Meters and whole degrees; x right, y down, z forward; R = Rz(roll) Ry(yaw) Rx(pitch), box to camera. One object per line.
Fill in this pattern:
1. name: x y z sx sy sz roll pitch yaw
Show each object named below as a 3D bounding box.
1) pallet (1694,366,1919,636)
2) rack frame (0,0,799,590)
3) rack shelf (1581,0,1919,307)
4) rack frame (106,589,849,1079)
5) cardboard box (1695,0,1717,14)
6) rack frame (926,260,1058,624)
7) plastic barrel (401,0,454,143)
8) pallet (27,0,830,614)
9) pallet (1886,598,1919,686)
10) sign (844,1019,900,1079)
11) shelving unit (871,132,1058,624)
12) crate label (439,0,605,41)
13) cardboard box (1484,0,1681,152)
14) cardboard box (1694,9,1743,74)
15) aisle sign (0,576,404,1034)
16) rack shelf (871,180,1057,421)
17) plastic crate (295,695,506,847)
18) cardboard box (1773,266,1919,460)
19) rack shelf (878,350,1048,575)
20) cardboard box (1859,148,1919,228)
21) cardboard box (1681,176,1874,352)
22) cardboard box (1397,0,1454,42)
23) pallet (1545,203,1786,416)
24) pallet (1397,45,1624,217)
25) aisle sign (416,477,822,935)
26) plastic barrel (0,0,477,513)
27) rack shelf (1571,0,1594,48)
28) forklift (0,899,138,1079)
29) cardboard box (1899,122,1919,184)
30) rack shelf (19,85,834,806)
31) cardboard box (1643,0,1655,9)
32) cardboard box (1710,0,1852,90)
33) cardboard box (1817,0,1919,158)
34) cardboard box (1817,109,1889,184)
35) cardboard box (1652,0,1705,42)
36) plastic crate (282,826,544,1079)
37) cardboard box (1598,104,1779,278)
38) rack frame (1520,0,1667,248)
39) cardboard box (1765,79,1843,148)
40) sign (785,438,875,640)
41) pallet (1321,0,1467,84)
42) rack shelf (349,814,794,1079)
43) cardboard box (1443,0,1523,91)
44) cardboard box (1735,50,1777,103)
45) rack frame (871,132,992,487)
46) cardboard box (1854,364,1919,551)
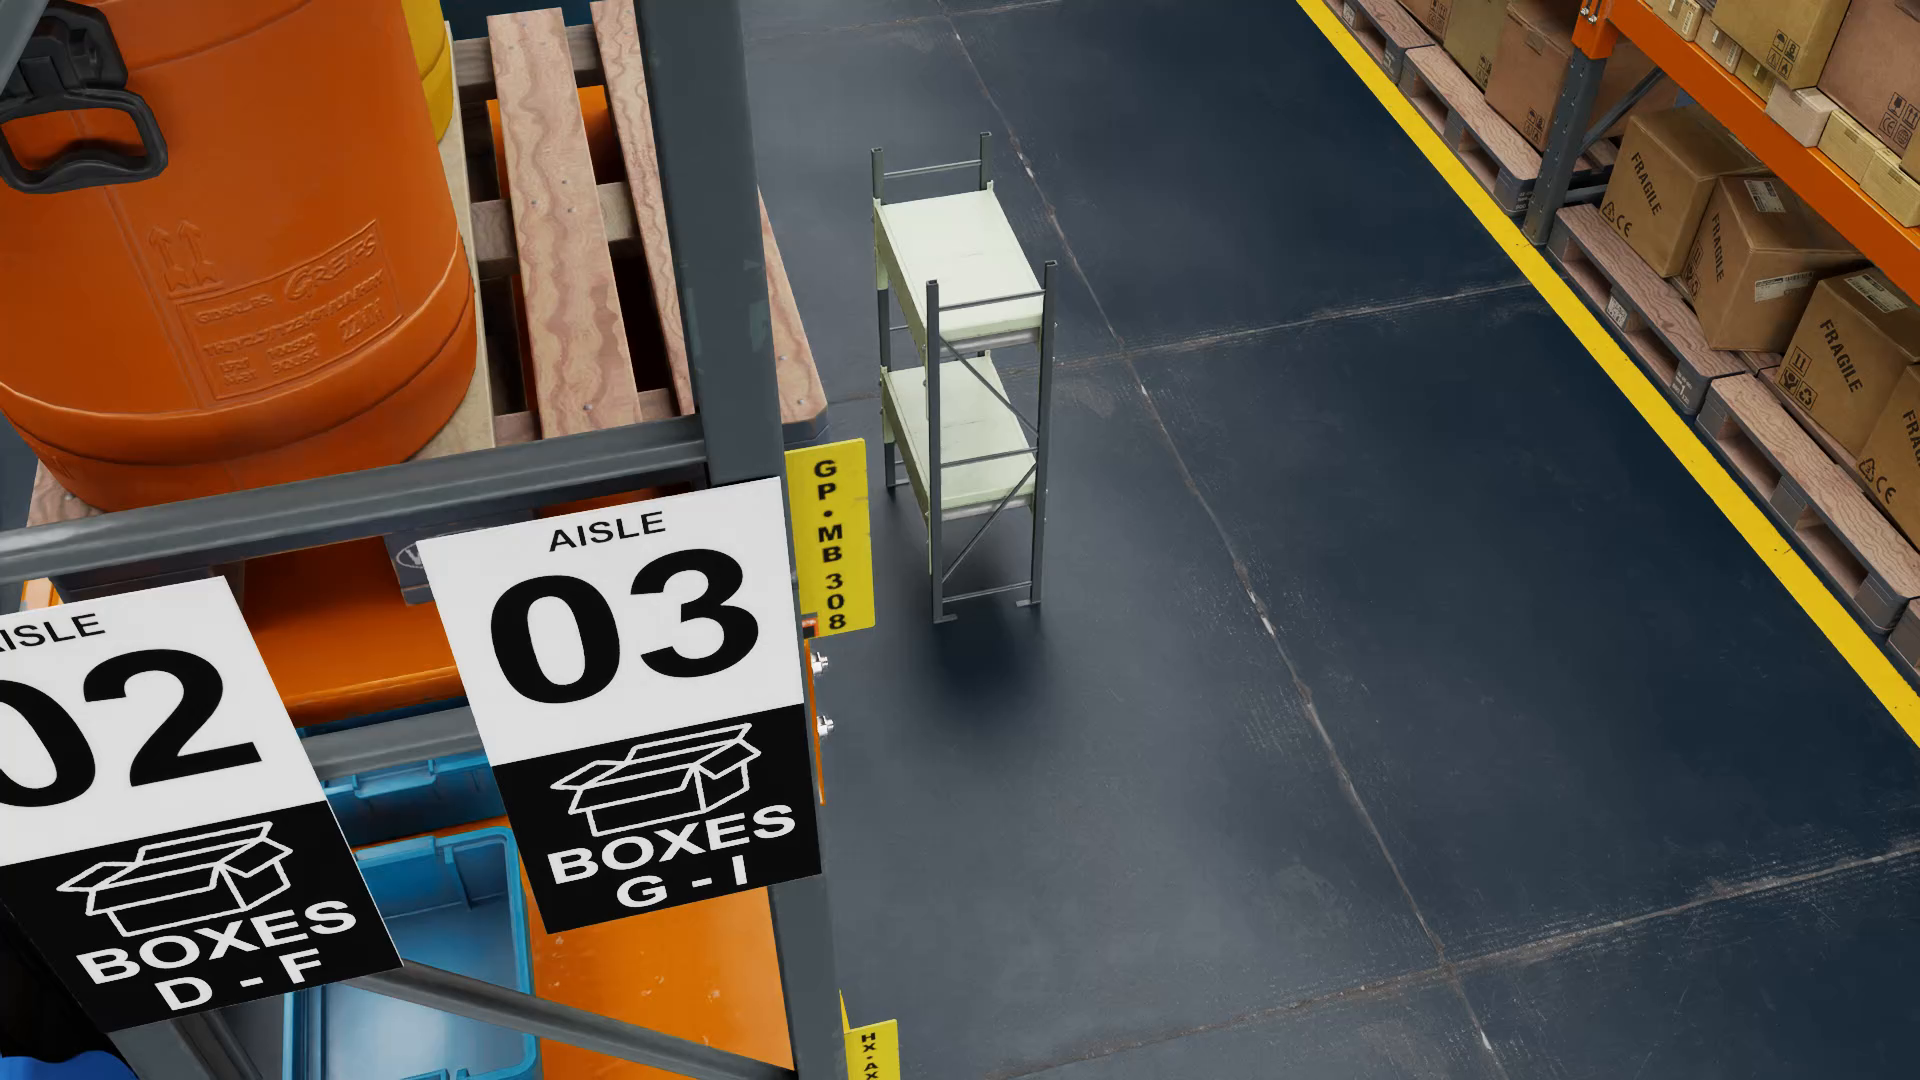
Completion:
1. pallet: 3.594 -0.234 6.331 1.003 0.211 1.213 -11 47 -10
2. rack frame: -0.692 -0.944 0.874 1.000 3.000 0.127 -11 47 -10
3. rack shelf: 3.584 -0.878 5.514 1.077 0.370 4.000 -11 47 -10
4. rack frame: -0.692 1.156 3.017 1.000 3.000 0.127 -11 47 -10
5. cardboard box: 3.127 -2.328 6.153 0.875 0.500 0.500 -11 47 -10
6. rack frame: 0.095 -0.268 5.462 0.400 1.500 0.023 -11 47 -10
7. plastic barrel: -1.107 -0.870 2.477 0.600 0.588 0.600 0 46 0
8. pallet: -0.809 -0.417 2.590 1.003 0.211 1.213 -11 47 -10
9. pallet: 3.903 0.607 5.508 1.003 0.211 1.213 -11 47 -10
10. sign: -0.159 0.962 3.013 0.100 0.325 0.005 -11 47 -10
11. shelving unit: 0.002 -0.520 5.710 0.431 1.500 0.755 -11 47 -10
12. crate label: -0.852 -1.194 3.324 0.502 0.251 0.408 -11 47 -10
13. cardboard box: 2.935 -2.218 7.766 0.700 0.500 0.500 -14 47 -13
14. cardboard box: 2.978 -1.877 6.165 0.380 0.149 0.250 -11 47 -10
15. aisle sign: -0.961 0.350 1.986 0.394 0.787 0.004 -11 47 -10
16. rack shelf: 0.002 -0.793 5.431 0.431 0.370 0.720 -11 47 -10
17. plastic crate: -1.270 0.468 3.795 0.499 0.251 0.408 -11 47 -10
18. cardboard box: 3.524 -0.691 6.283 0.500 0.500 0.500 -15 47 -14
19. rack shelf: 0.002 -0.292 5.943 0.431 0.370 0.720 -11 47 -10
20. cardboard box: 3.233 -1.187 5.488 0.380 0.149 0.250 -11 47 -10
21. cardboard box: 3.290 -1.106 6.689 0.500 0.500 0.500 3 46 2
22. cardboard box: 2.688 -2.937 8.470 0.700 0.500 0.500 -14 47 -14
23. pallet: 3.278 -1.078 7.158 1.003 0.211 1.213 -11 47 -10
24. pallet: 2.871 -2.072 8.133 1.003 0.211 1.213 -11 47 -10
25. aisle sign: -0.390 0.242 2.092 0.394 0.787 0.004 -11 47 -10
26. plastic barrel: -0.939 -0.503 1.948 0.600 0.830 0.708 -11 47 -10
27. rack shelf: 2.560 -3.640 8.221 1.077 0.370 4.000 -11 47 -10
28. forklift: -2.720 0.444 3.762 1.130 2.935 3.031 -10 46 -10
29. cardboard box: 3.535 -1.297 5.143 0.875 0.500 0.500 -11 47 -10
30. rack shelf: -1.204 -1.023 3.556 1.077 0.370 4.000 -11 47 -10
31. cardboard box: 2.836 -2.220 6.501 0.380 0.149 0.250 -11 47 -10
32. cardboard box: 3.221 -1.977 5.809 0.875 0.500 0.500 -11 47 -10
33. cardboard box: 3.447 -1.650 5.488 0.875 0.500 0.500 -11 47 -10
34. cardboard box: 3.180 -1.361 5.660 0.380 0.149 0.250 -11 47 -10
35. cardboard box: 2.888 -2.045 6.330 0.380 0.149 0.250 -11 47 -10
36. plastic crate: -1.109 0.917 3.355 0.499 0.251 0.616 -11 47 -10
37. cardboard box: 3.136 -1.500 7.076 0.500 0.500 0.500 -12 47 -12
38. rack frame: 3.072 -2.511 6.611 1.000 3.000 0.127 -11 47 -10
39. cardboard box: 3.076 -1.526 5.821 0.380 0.149 0.250 -11 47 -10
40. sign: -0.159 0.006 2.038 0.100 0.325 0.005 -11 47 -10
41. pallet: 2.555 -2.916 8.960 1.003 0.211 1.213 -11 47 -10
42. rack shelf: -1.204 0.027 4.627 1.077 0.370 4.000 -11 47 -10
43. cardboard box: 2.832 -2.551 8.092 0.700 0.500 0.500 -11 47 -11
44. cardboard box: 3.051 -1.706 5.998 0.380 0.149 0.250 -11 47 -10
45. rack frame: -0.092 -0.773 5.957 0.400 1.500 0.023 -11 47 -10
46. cardboard box: 3.624 -0.298 5.898 0.500 0.500 0.500 -7 46 -7
